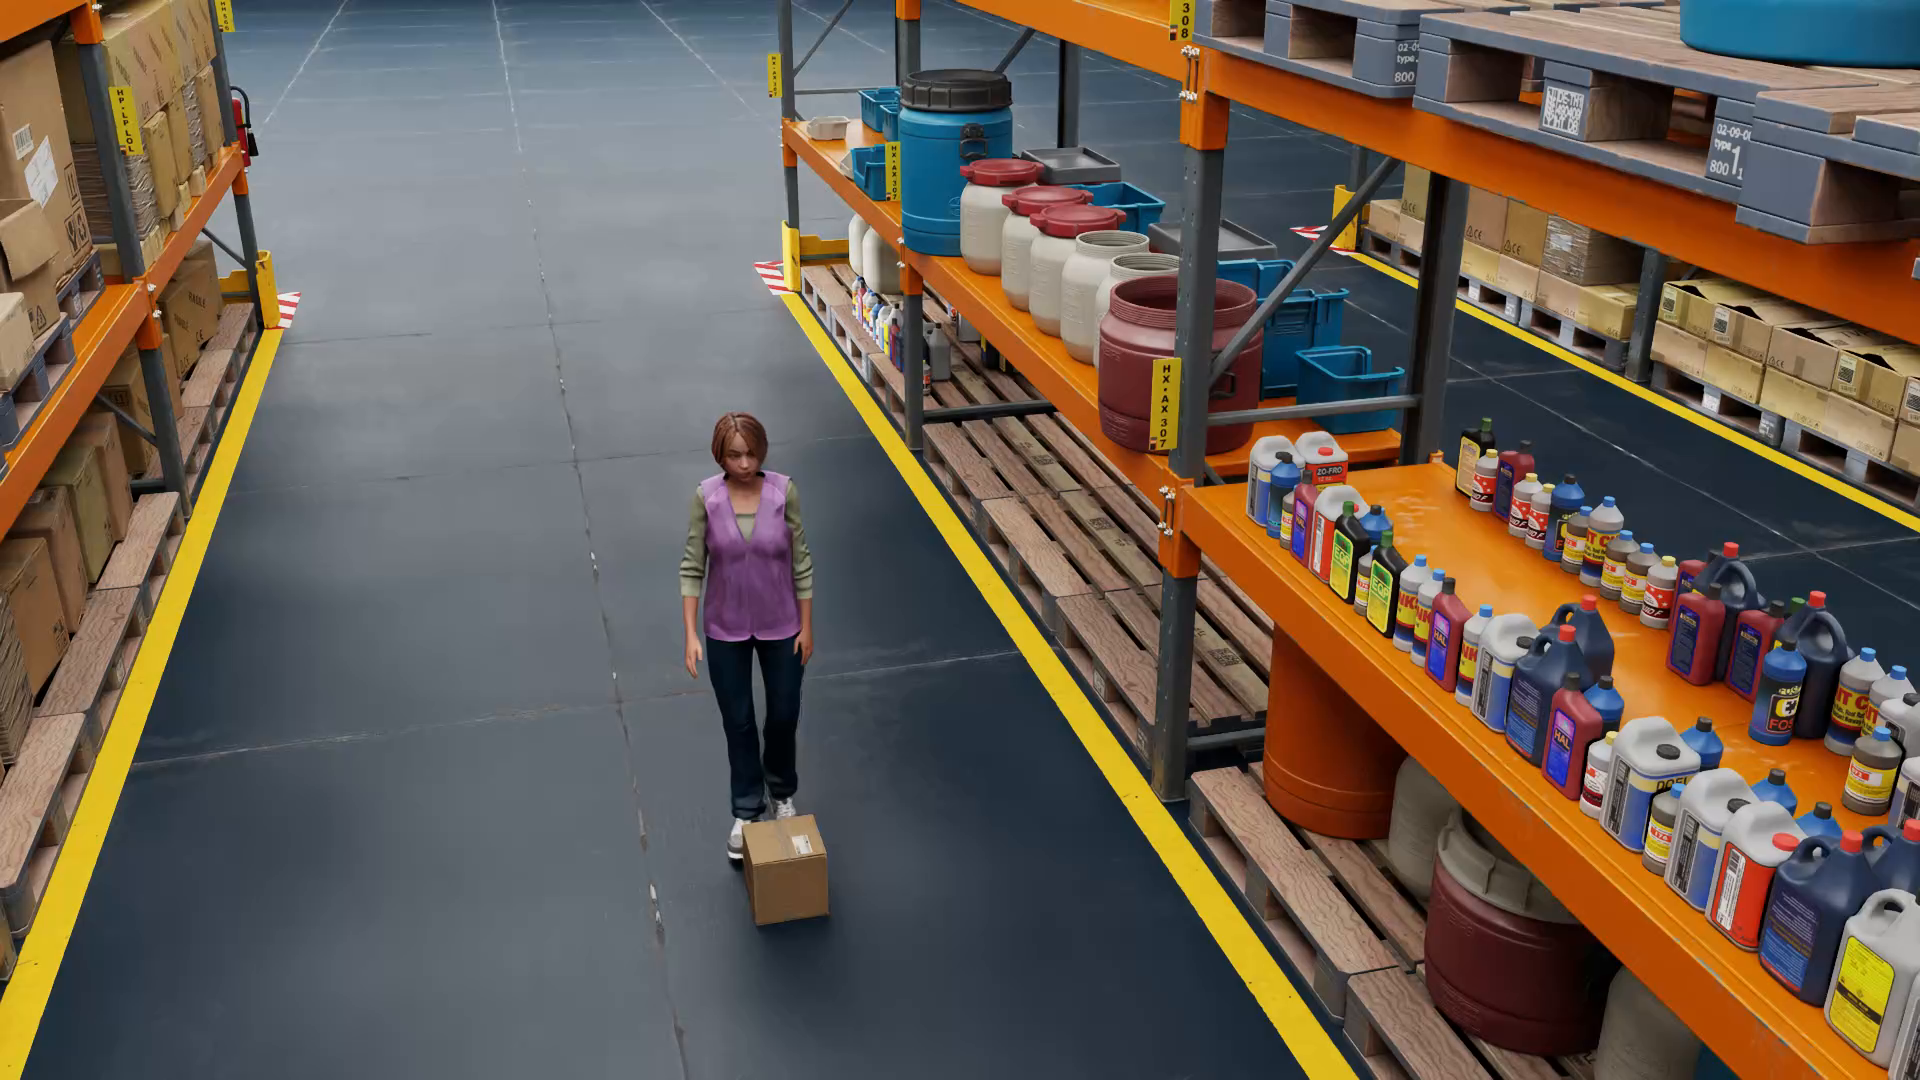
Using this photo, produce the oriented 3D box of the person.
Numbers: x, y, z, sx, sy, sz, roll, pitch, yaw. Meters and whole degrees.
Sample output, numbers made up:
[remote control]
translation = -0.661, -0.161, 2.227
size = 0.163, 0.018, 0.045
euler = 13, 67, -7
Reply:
[person]
translation = -0.733, 0.362, 5.823
size = 0.461, 1.665, 0.422
euler = -3, 23, -8
